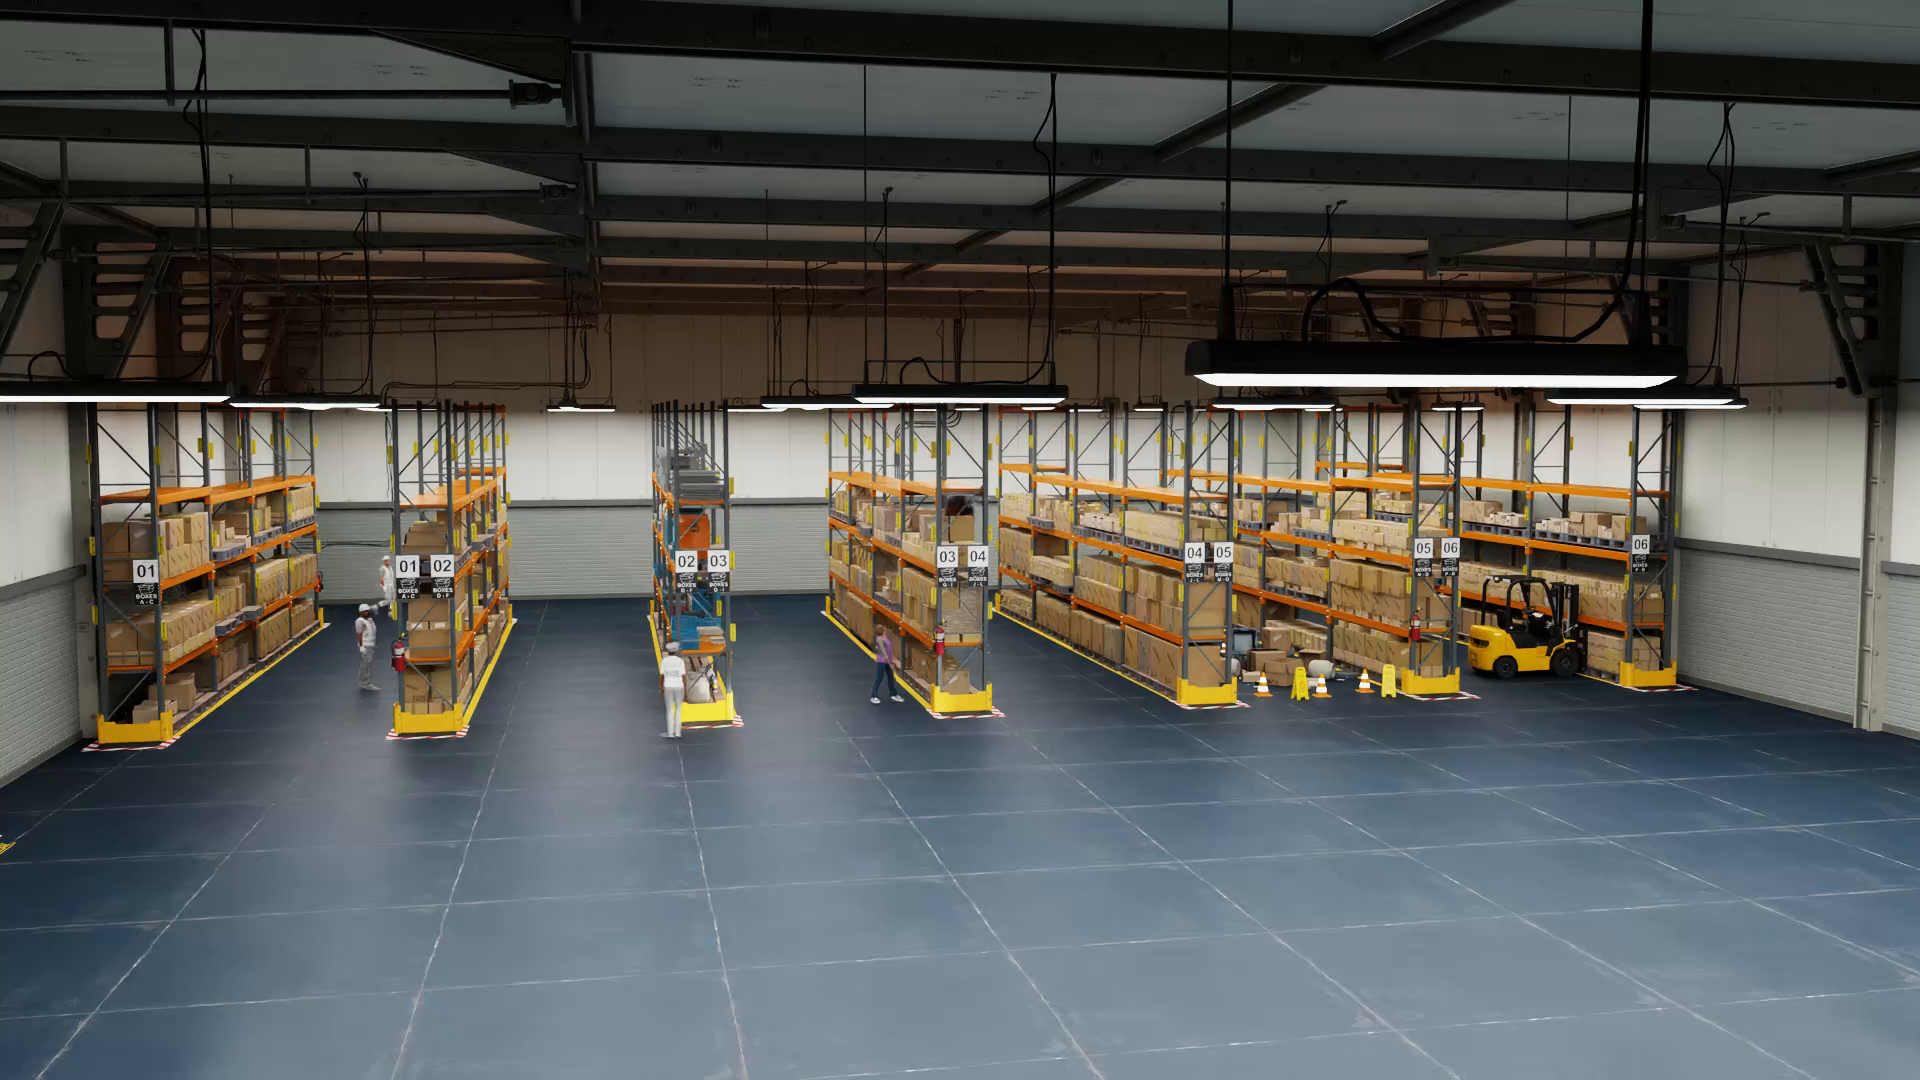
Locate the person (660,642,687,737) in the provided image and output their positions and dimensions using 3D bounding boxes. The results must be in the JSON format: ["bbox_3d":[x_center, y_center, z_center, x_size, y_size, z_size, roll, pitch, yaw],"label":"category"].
[{"bbox_3d":[-5.088,2.665,29.518,0.505,1.705,0.385,0,4,1],"label":"person"}]

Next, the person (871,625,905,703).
[{"bbox_3d":[-1.459,2.450,33.056,0.587,1.574,0.554,1,5,18],"label":"person"}]

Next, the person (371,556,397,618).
[{"bbox_3d":[-16.129,1.316,46.690,0.715,1.762,0.539,0,4,-1],"label":"person"}]

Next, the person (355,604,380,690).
[{"bbox_3d":[-12.336,2.219,34.655,0.457,1.793,0.584,-1,4,-13],"label":"person"}]
